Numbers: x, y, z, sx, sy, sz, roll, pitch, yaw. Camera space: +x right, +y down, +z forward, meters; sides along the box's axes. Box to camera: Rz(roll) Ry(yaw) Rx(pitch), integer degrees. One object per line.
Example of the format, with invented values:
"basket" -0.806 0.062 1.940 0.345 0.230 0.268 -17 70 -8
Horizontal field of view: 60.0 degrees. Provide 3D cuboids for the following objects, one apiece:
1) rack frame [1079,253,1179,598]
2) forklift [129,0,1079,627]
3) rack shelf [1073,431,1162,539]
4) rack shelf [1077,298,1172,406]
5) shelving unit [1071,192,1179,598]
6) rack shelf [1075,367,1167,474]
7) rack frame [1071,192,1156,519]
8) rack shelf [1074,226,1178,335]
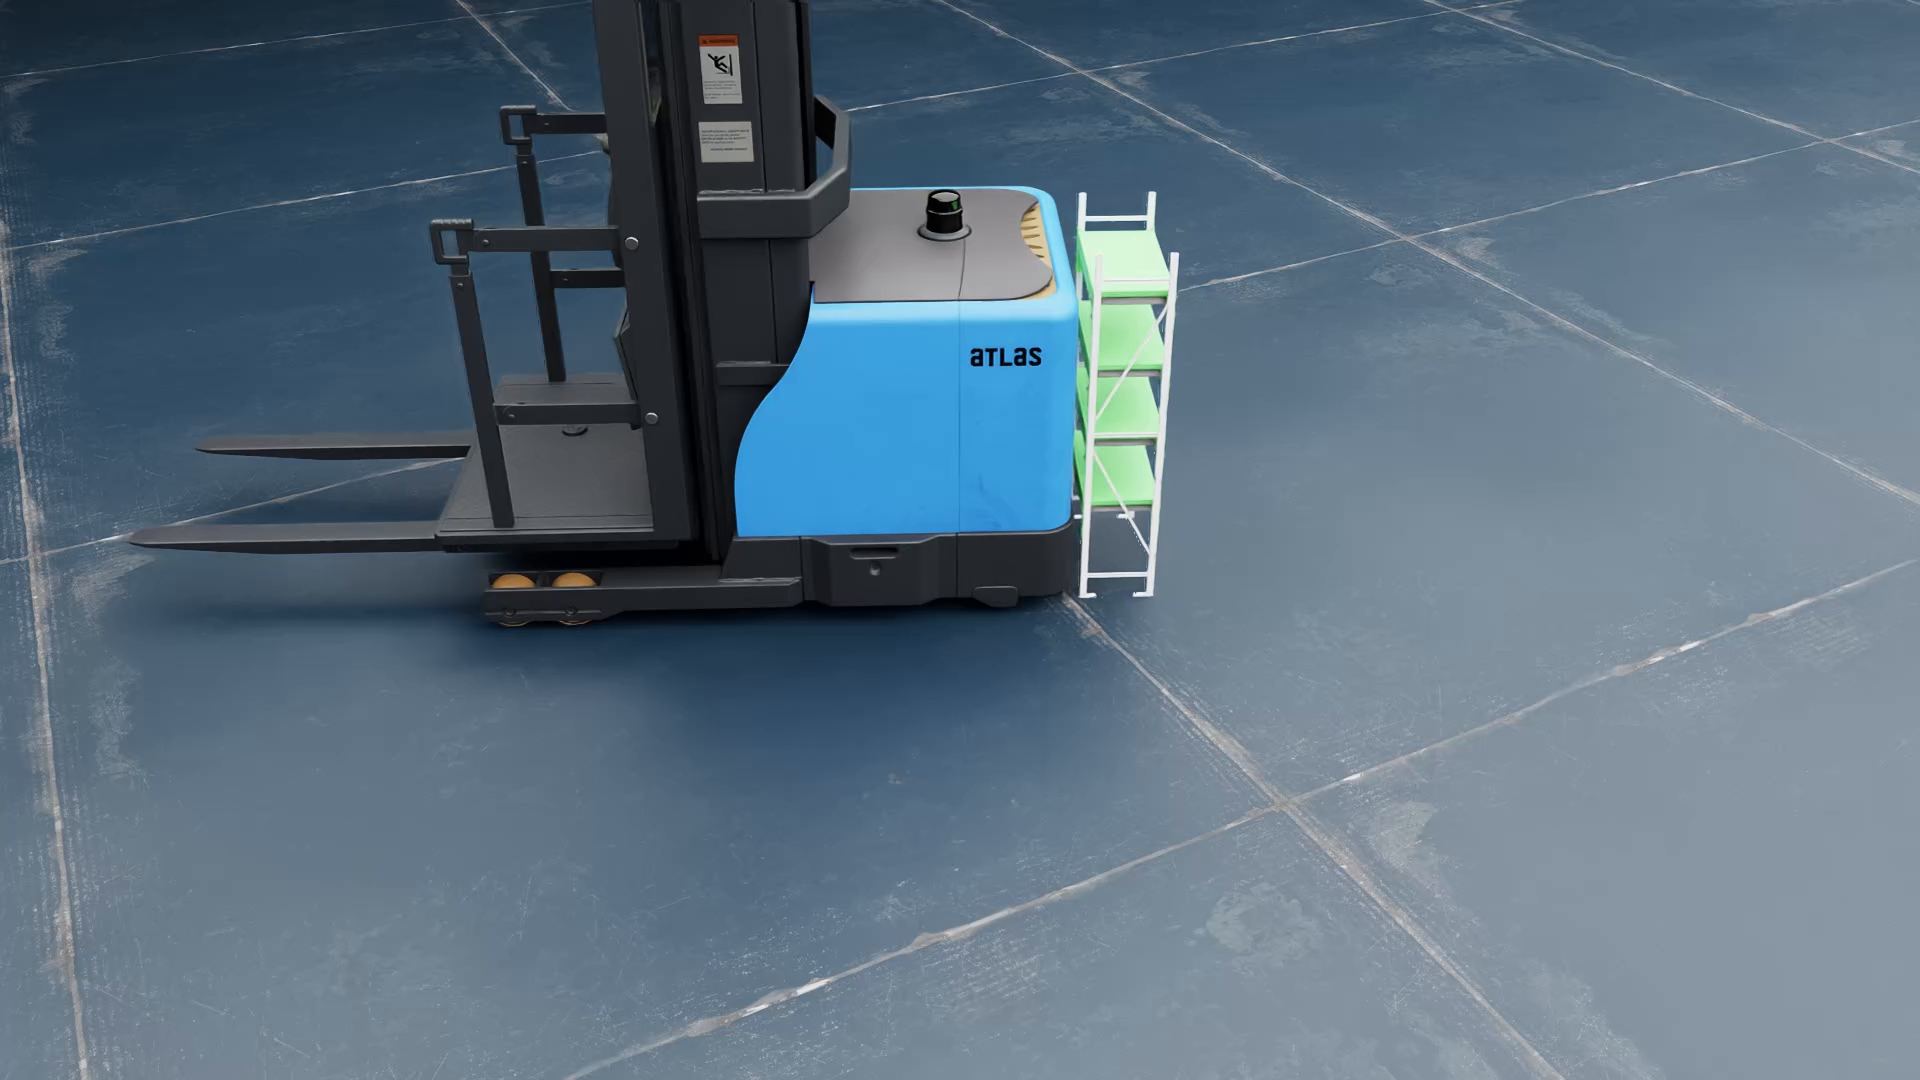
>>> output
"rack frame" 0.513 -0.322 5.140 0.240 1.200 0.015 -1 33 -2
"forklift" -1.165 -1.248 4.982 3.031 2.935 1.130 -1 33 -2
"rack shelf" 0.504 -0.198 5.509 0.258 0.148 0.480 -1 33 -2
"rack shelf" 0.504 -0.602 5.250 0.258 0.148 0.480 -1 33 -2
"shelving unit" 0.504 -0.453 5.345 0.258 1.200 0.503 -1 33 -2
"rack shelf" 0.504 -0.400 5.380 0.258 0.148 0.480 -1 33 -2
"rack frame" 0.495 -0.585 5.551 0.240 1.200 0.015 -1 33 -2
"rack shelf" 0.504 -0.804 5.121 0.258 0.148 0.480 -1 33 -2
